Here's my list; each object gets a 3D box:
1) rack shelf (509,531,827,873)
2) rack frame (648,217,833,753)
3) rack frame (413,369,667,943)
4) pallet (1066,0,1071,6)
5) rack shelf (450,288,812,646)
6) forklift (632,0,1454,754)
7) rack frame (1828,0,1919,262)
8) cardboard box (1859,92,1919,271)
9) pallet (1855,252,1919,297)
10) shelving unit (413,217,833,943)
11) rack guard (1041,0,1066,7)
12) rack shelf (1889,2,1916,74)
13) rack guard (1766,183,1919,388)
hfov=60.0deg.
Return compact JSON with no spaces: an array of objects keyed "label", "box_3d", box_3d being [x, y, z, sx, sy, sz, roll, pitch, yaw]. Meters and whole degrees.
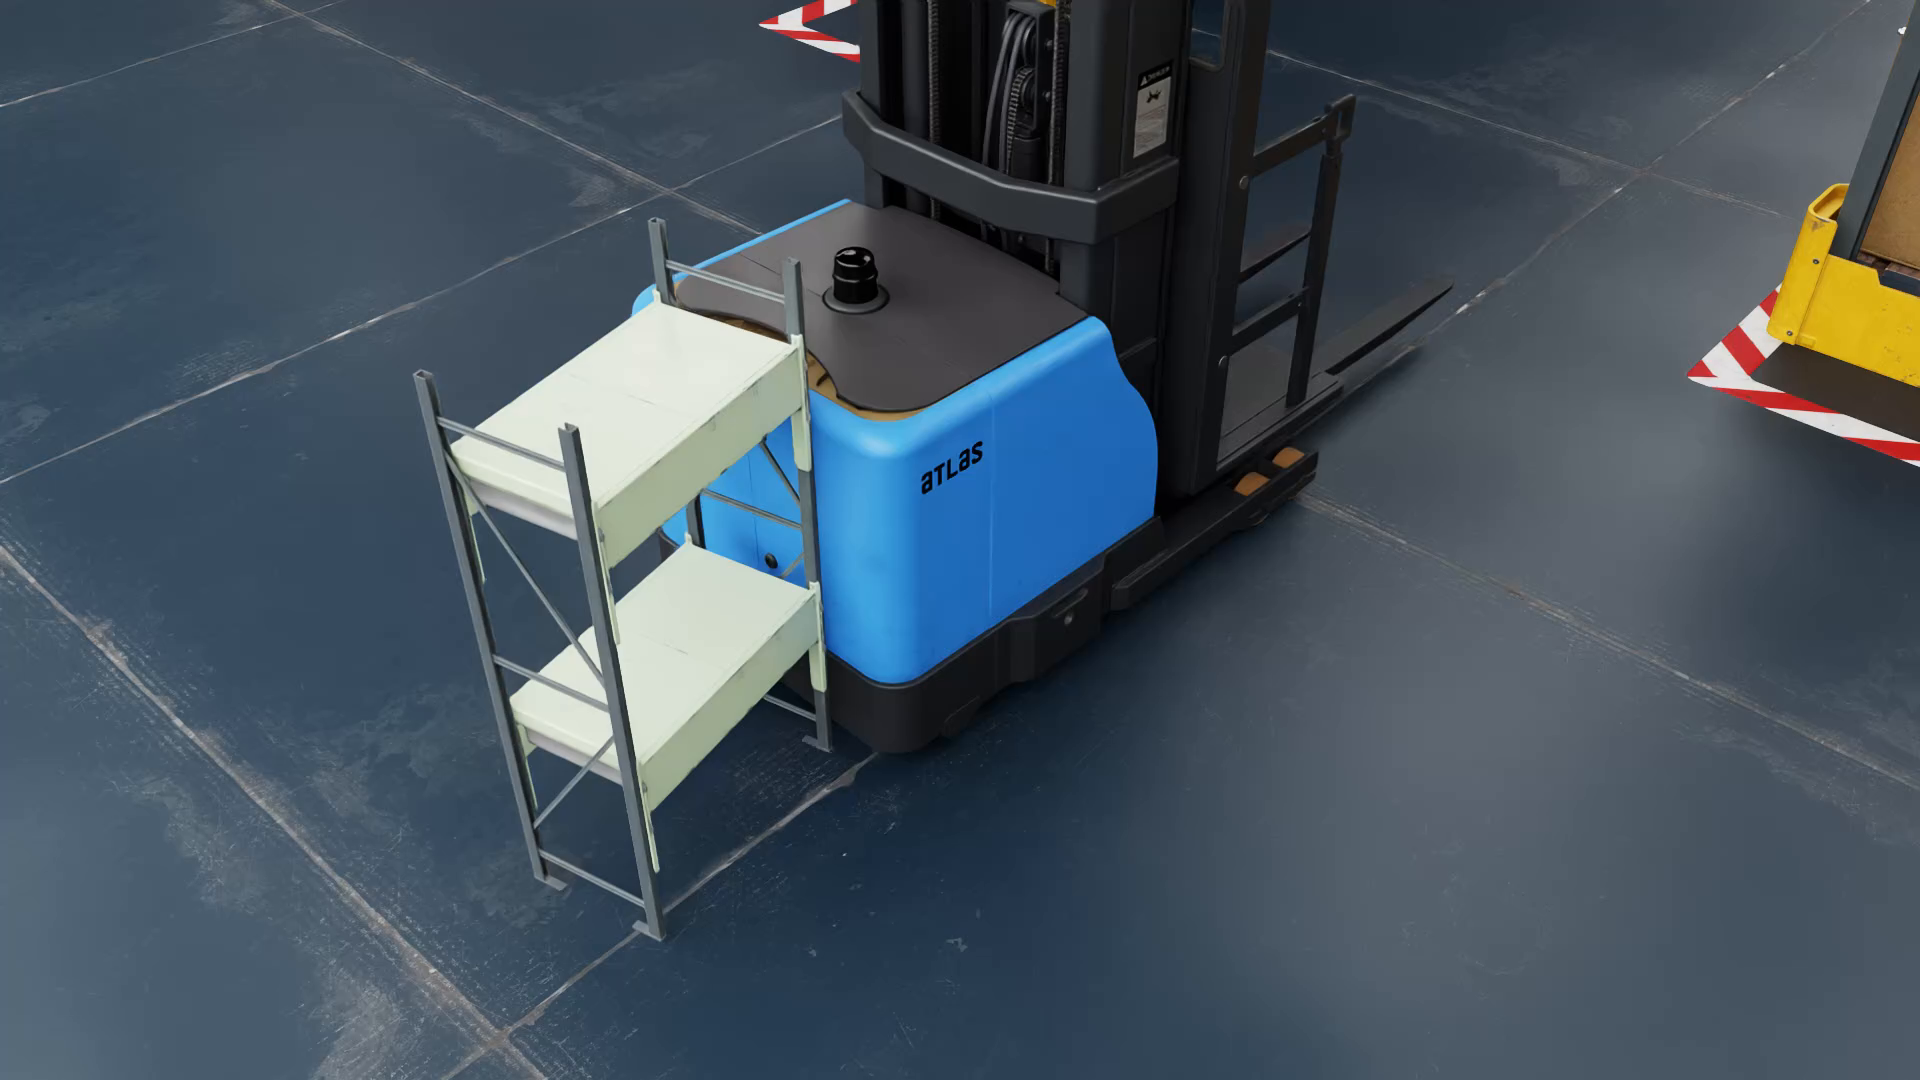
[{"label":"rack shelf","box_3d":[-0.707,0.378,4.094,0.431,0.370,0.720,20,43,23]},{"label":"rack frame","box_3d":[-0.524,-0.075,4.139,0.400,1.500,0.023,20,43,23]},{"label":"rack frame","box_3d":[-0.890,0.320,3.643,0.400,1.500,0.023,20,43,23]},{"label":"pallet","box_3d":[0.593,-3.223,9.134,1.003,0.211,1.213,30,47,32]},{"label":"rack shelf","box_3d":[-0.707,-0.183,3.648,0.431,0.370,0.720,20,43,23]},{"label":"forklift","box_3d":[0.515,-1.397,4.651,1.130,2.935,3.031,31,48,33]},{"label":"rack frame","box_3d":[3.560,-1.793,5.094,1.000,3.000,0.127,30,47,32]},{"label":"cardboard box","box_3d":[3.969,-1.465,6.052,0.875,0.875,0.875,30,47,32]},{"label":"pallet","box_3d":[4.042,-1.101,6.465,1.003,0.211,1.213,30,47,32]},{"label":"shelving unit","box_3d":[-0.707,0.123,3.891,0.431,1.500,0.755,20,43,23]},{"label":"rack guard","box_3d":[0.019,-2.978,8.594,1.175,0.500,0.348,30,47,32]},{"label":"rack shelf","box_3d":[4.910,-2.430,6.474,1.077,0.370,4.000,30,47,32]},{"label":"rack guard","box_3d":[3.544,-0.803,5.858,1.175,0.500,0.348,30,47,32]}]
